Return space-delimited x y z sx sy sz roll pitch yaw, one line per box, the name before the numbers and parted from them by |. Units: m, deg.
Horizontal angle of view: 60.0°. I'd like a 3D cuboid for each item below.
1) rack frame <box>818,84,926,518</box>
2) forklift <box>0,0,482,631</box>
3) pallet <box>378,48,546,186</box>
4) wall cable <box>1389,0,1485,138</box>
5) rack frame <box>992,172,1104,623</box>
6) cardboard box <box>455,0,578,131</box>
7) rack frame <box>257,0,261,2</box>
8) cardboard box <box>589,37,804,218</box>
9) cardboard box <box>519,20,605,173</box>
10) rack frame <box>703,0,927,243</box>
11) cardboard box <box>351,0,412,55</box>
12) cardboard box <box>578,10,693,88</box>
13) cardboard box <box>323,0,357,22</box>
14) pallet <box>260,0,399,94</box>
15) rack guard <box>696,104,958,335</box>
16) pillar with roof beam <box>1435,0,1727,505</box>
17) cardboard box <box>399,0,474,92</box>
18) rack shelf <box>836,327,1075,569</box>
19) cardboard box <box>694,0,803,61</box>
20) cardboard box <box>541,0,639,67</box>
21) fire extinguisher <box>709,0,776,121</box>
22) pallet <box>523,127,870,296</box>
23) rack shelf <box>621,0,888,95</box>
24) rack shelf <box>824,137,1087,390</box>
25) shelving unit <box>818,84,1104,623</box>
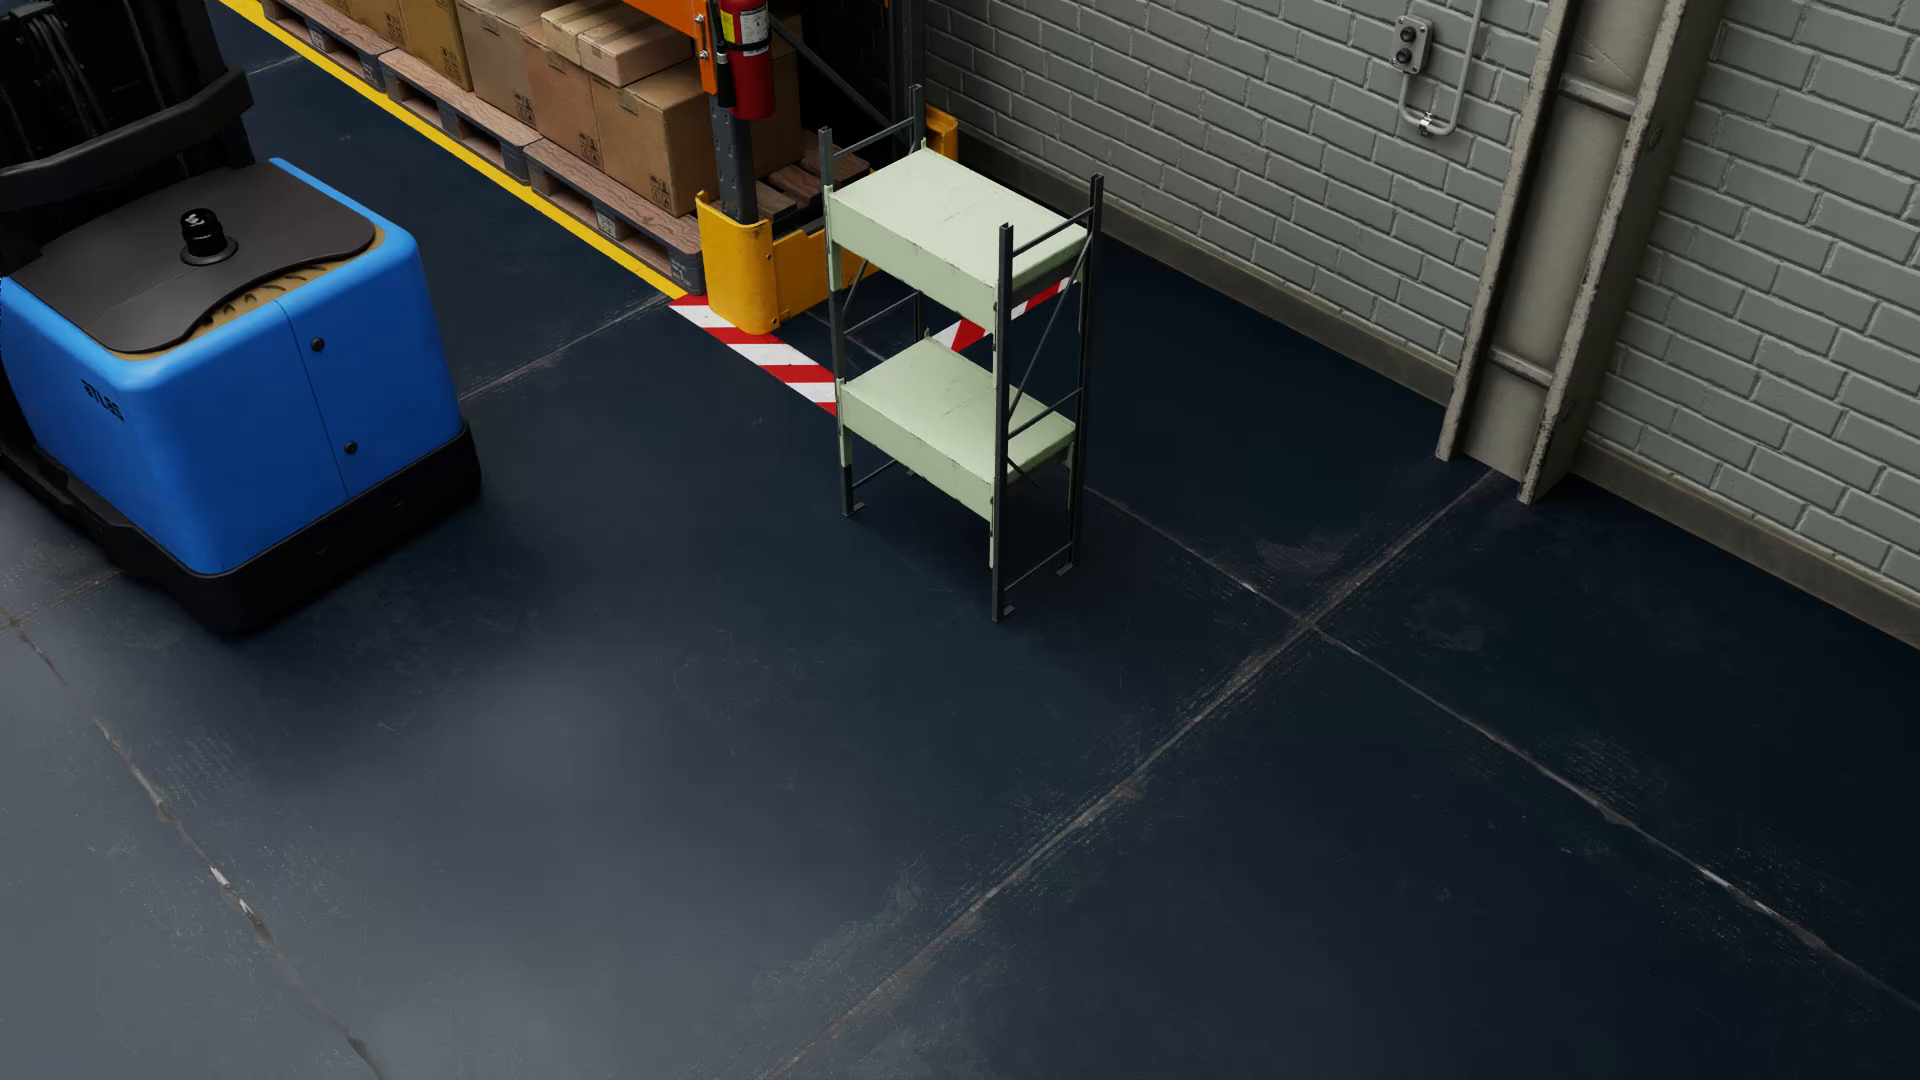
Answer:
rack frame | -0.263 -0.730 5.435 0.400 1.500 0.023 -34 53 -31
forklift | -3.144 -1.635 5.360 3.031 2.935 1.130 30 50 28
pallet | -2.012 -2.182 7.956 1.003 0.211 1.213 -34 53 -31
wall cable | 1.039 -2.485 5.480 0.084 1.984 1.851 -34 53 -31
rack frame | 0.254 -0.378 5.054 0.400 1.500 0.023 -34 53 -31
cardboard box | -1.809 -2.280 7.540 0.500 0.500 0.700 32 52 30
rack frame | -3.360 -4.196 8.080 1.000 3.000 0.127 -34 53 -31
cardboard box | -1.100 -1.798 7.018 0.700 0.500 0.500 -34 53 -31
cardboard box | -1.453 -2.039 7.279 0.500 0.500 0.700 34 53 31
rack frame | -0.535 -2.274 6.000 1.000 3.000 0.127 -34 53 -31
cardboard box | -2.552 -2.781 8.081 0.500 0.500 0.700 34 52 31
cardboard box | -1.320 -2.011 6.771 0.250 0.149 0.380 34 52 31
cardboard box | -2.904 -3.024 8.344 0.700 0.500 0.500 -33 52 -31
pallet | -2.878 -2.769 8.591 1.003 0.211 1.213 -34 53 -31
rack guard | -0.518 -1.344 6.836 1.175 0.500 0.348 -34 53 -31
pillar with roof beam | -1.064 -1.531 0.776 9.100 9.000 0.400 -34 53 -31
cardboard box | -2.191 -2.533 7.813 0.700 0.500 0.500 -33 52 -30
rack shelf | -0.005 -0.315 5.466 0.431 0.370 0.720 -34 53 -31
cardboard box | -0.870 -2.072 6.837 0.380 0.149 0.250 -34 52 -31
cardboard box | -1.501 -2.133 6.903 0.380 0.149 0.250 -33 52 -30
fire extinguisher | -0.755 -1.815 5.836 0.296 0.674 0.183 -34 53 -31
pallet | -1.155 -1.596 7.322 1.003 0.211 1.213 -34 53 -31
rack shelf | -1.947 -2.971 7.285 1.077 0.370 4.000 -34 53 -31
rack shelf | -0.005 -0.841 4.980 0.431 0.370 0.720 -34 53 -31
shelving unit | -0.005 -0.554 5.244 0.431 1.500 0.755 -34 53 -31
